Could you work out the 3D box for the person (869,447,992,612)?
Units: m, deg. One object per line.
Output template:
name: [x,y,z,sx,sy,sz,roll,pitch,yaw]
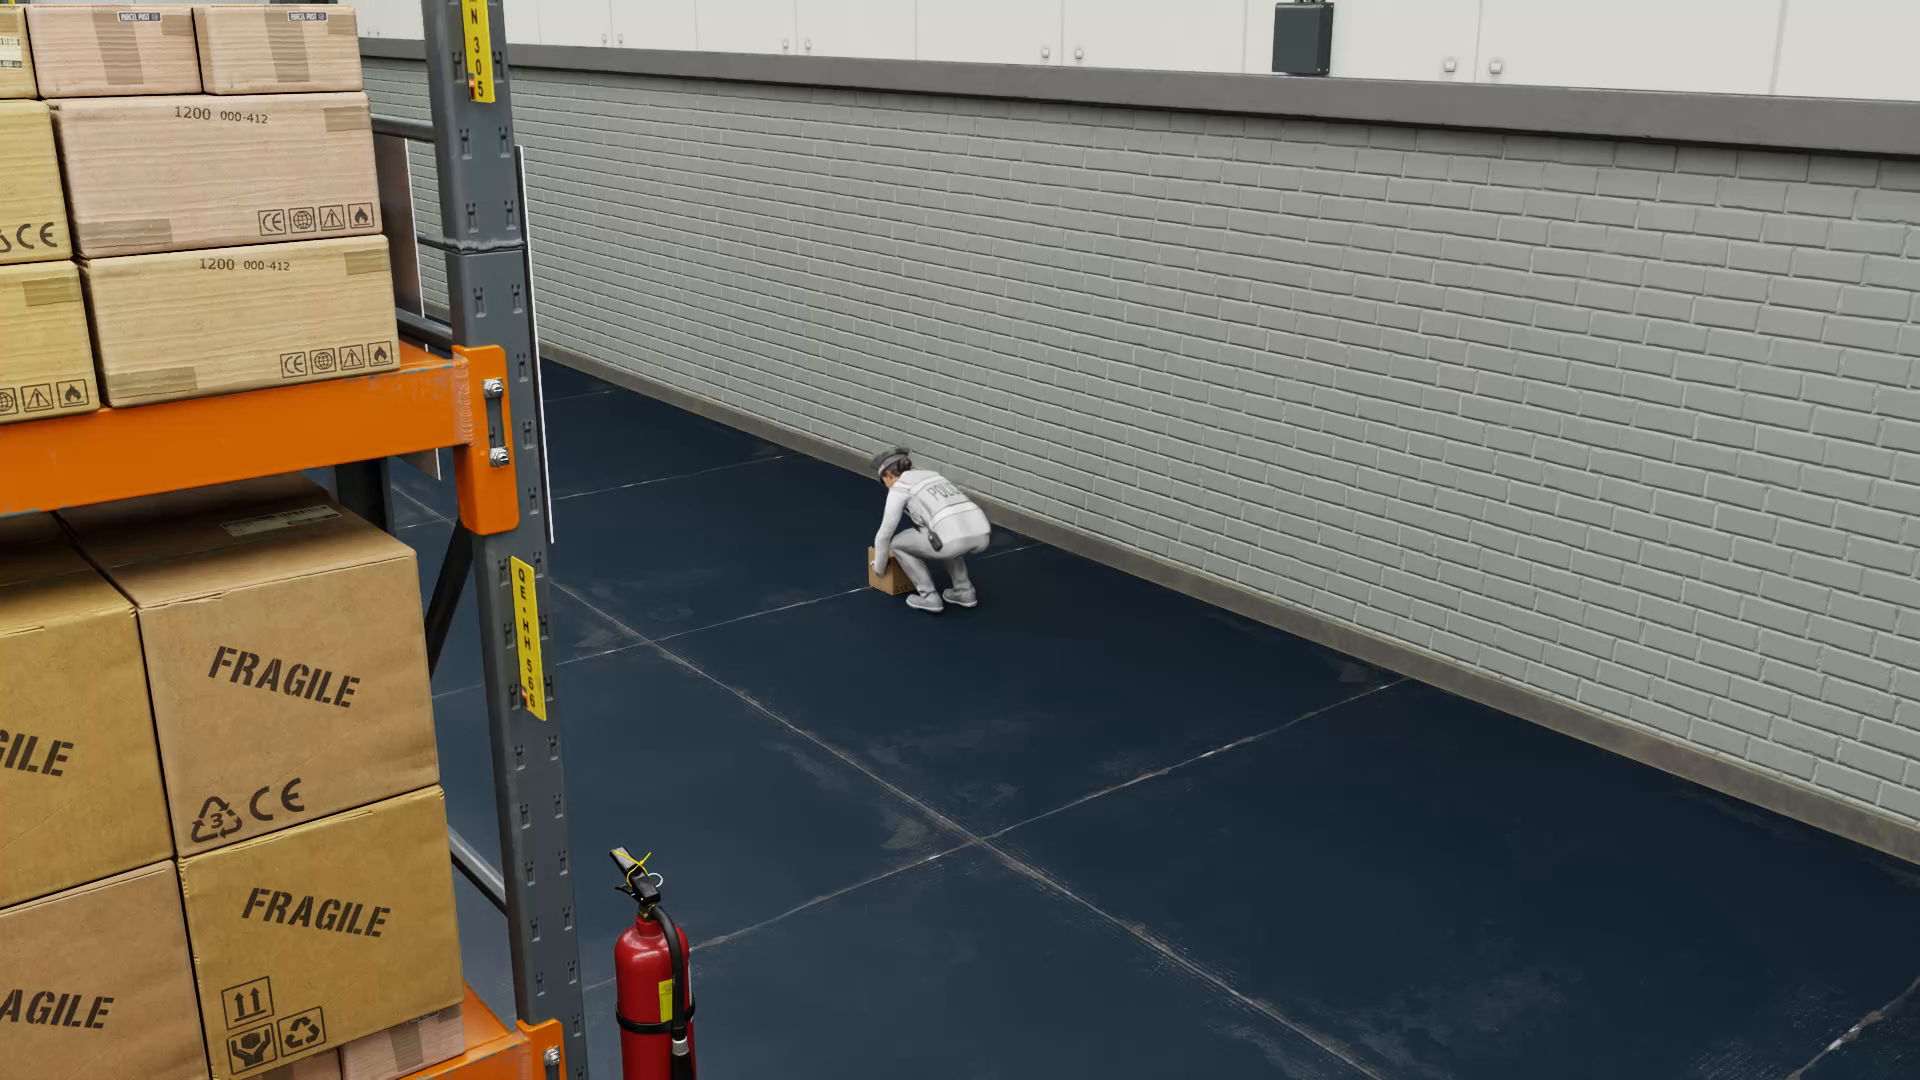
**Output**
person: [-0.198,-0.063,9.962,0.489,0.928,0.852,-14,22,-36]
